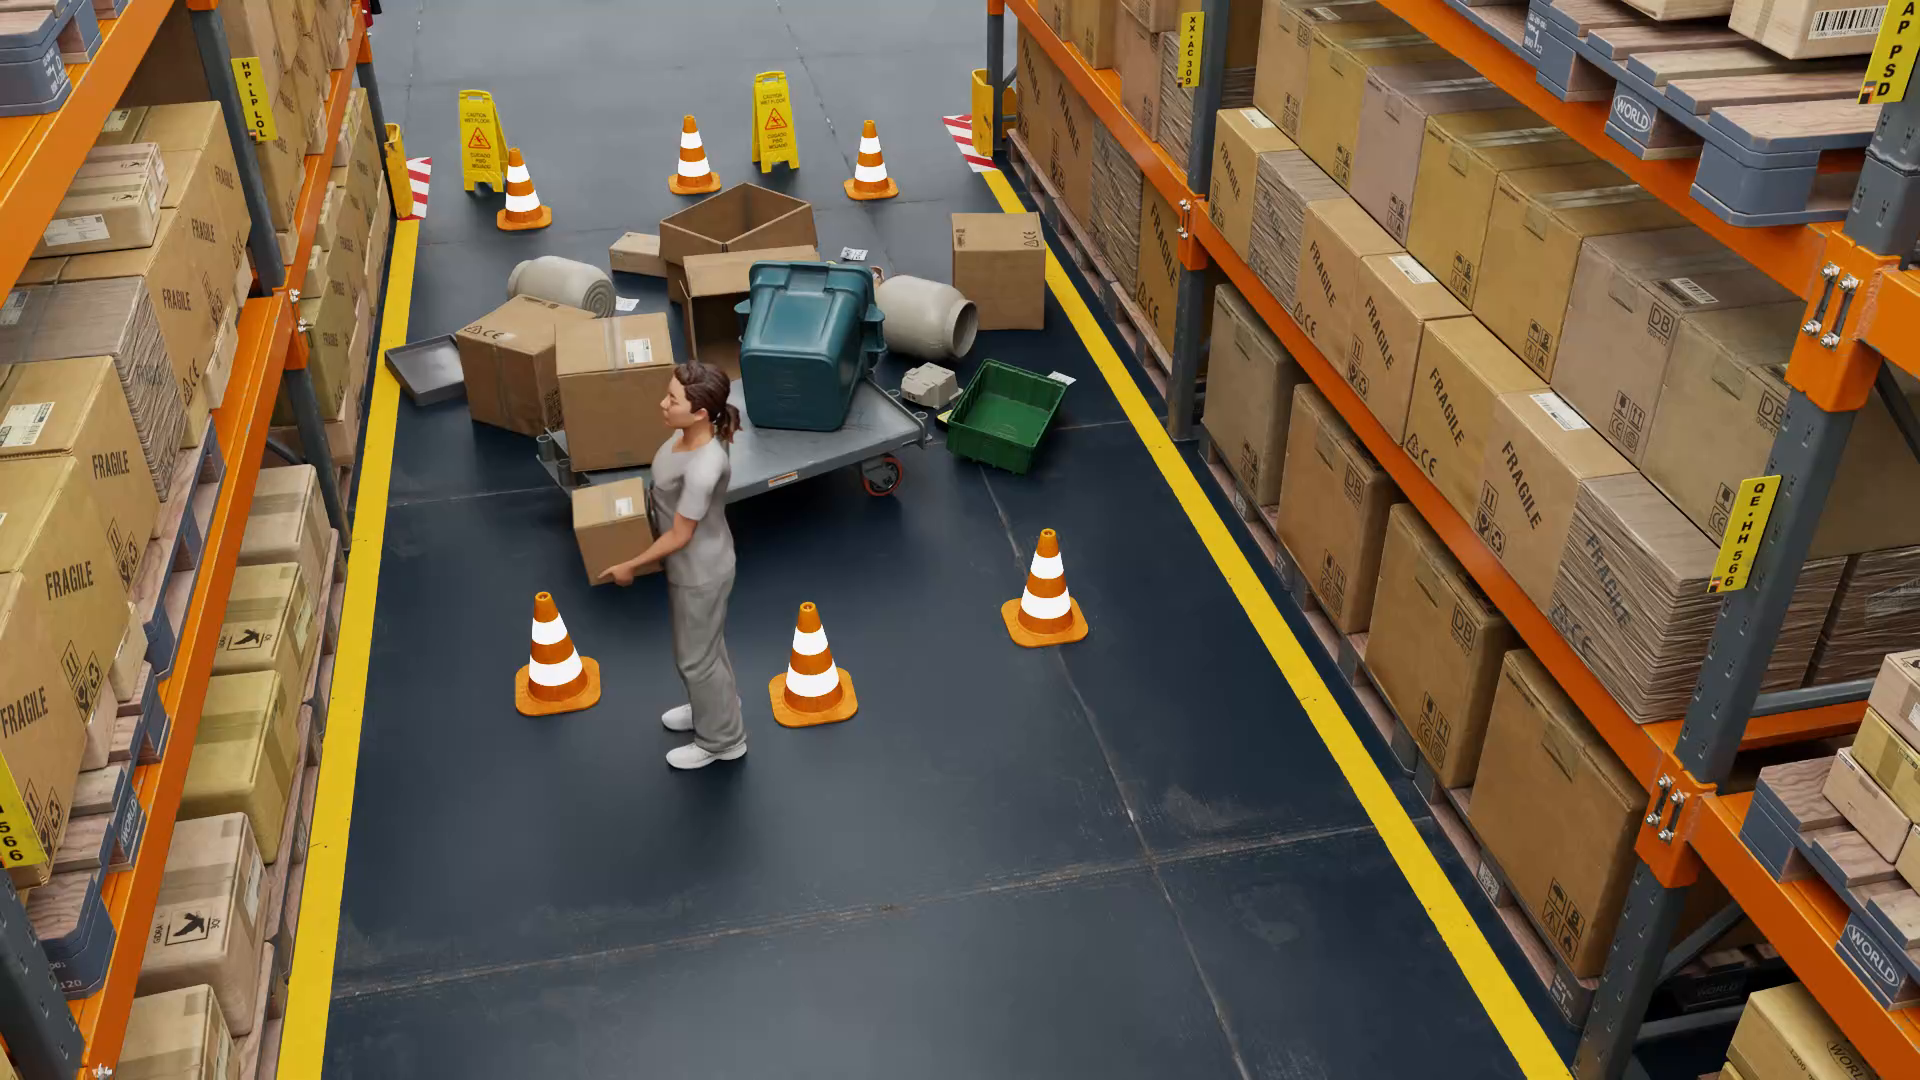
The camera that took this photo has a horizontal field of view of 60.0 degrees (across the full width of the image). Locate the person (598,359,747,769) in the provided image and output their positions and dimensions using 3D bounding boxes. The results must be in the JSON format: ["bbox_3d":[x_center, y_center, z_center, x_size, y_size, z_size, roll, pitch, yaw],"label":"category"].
[{"bbox_3d":[-1.023,0.108,6.004,0.547,1.654,0.439,-7,35,-10],"label":"person"}]
